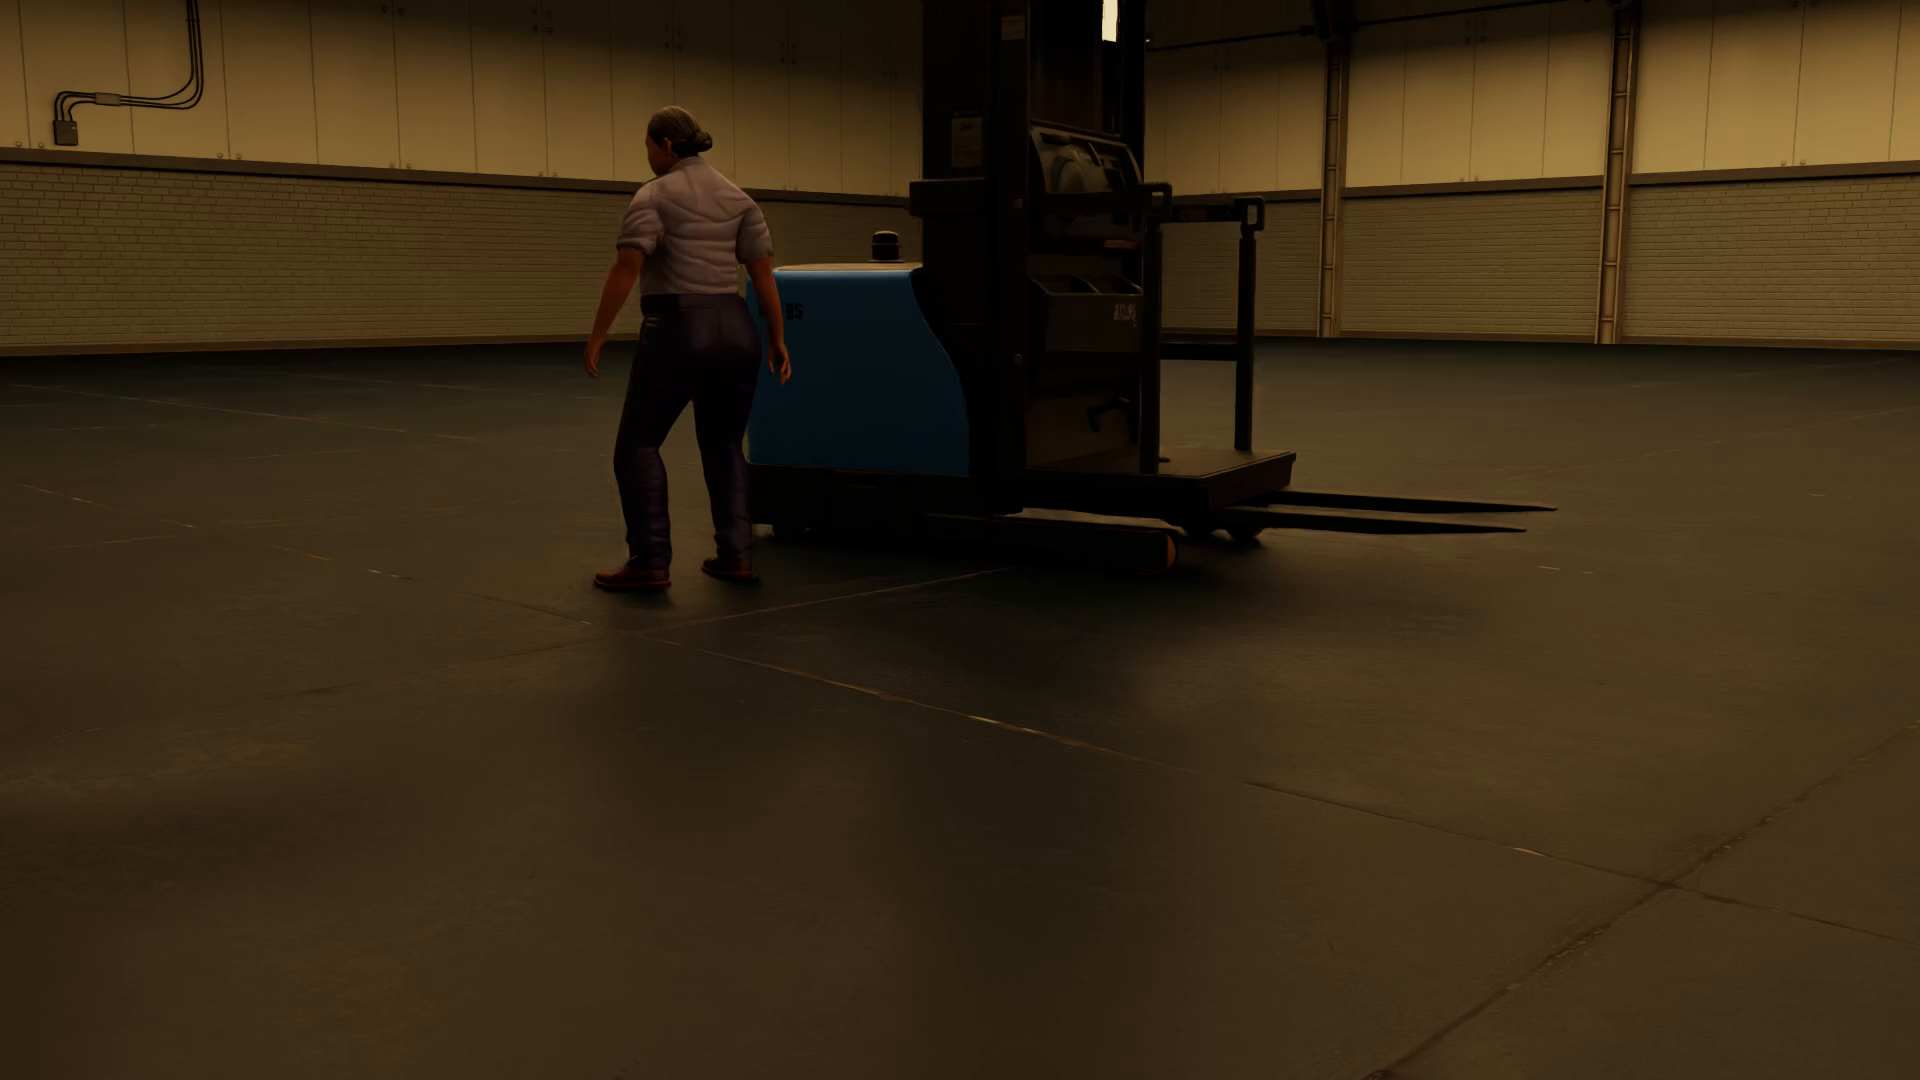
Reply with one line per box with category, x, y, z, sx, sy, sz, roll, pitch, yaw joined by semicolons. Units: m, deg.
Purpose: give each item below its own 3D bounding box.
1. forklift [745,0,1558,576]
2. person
forklift;0.672;-1.412;6.251;3.031;2.935;1.130;5;10;28
person;-0.913;-0.663;5.707;0.721;1.620;0.348;-8;12;-43
